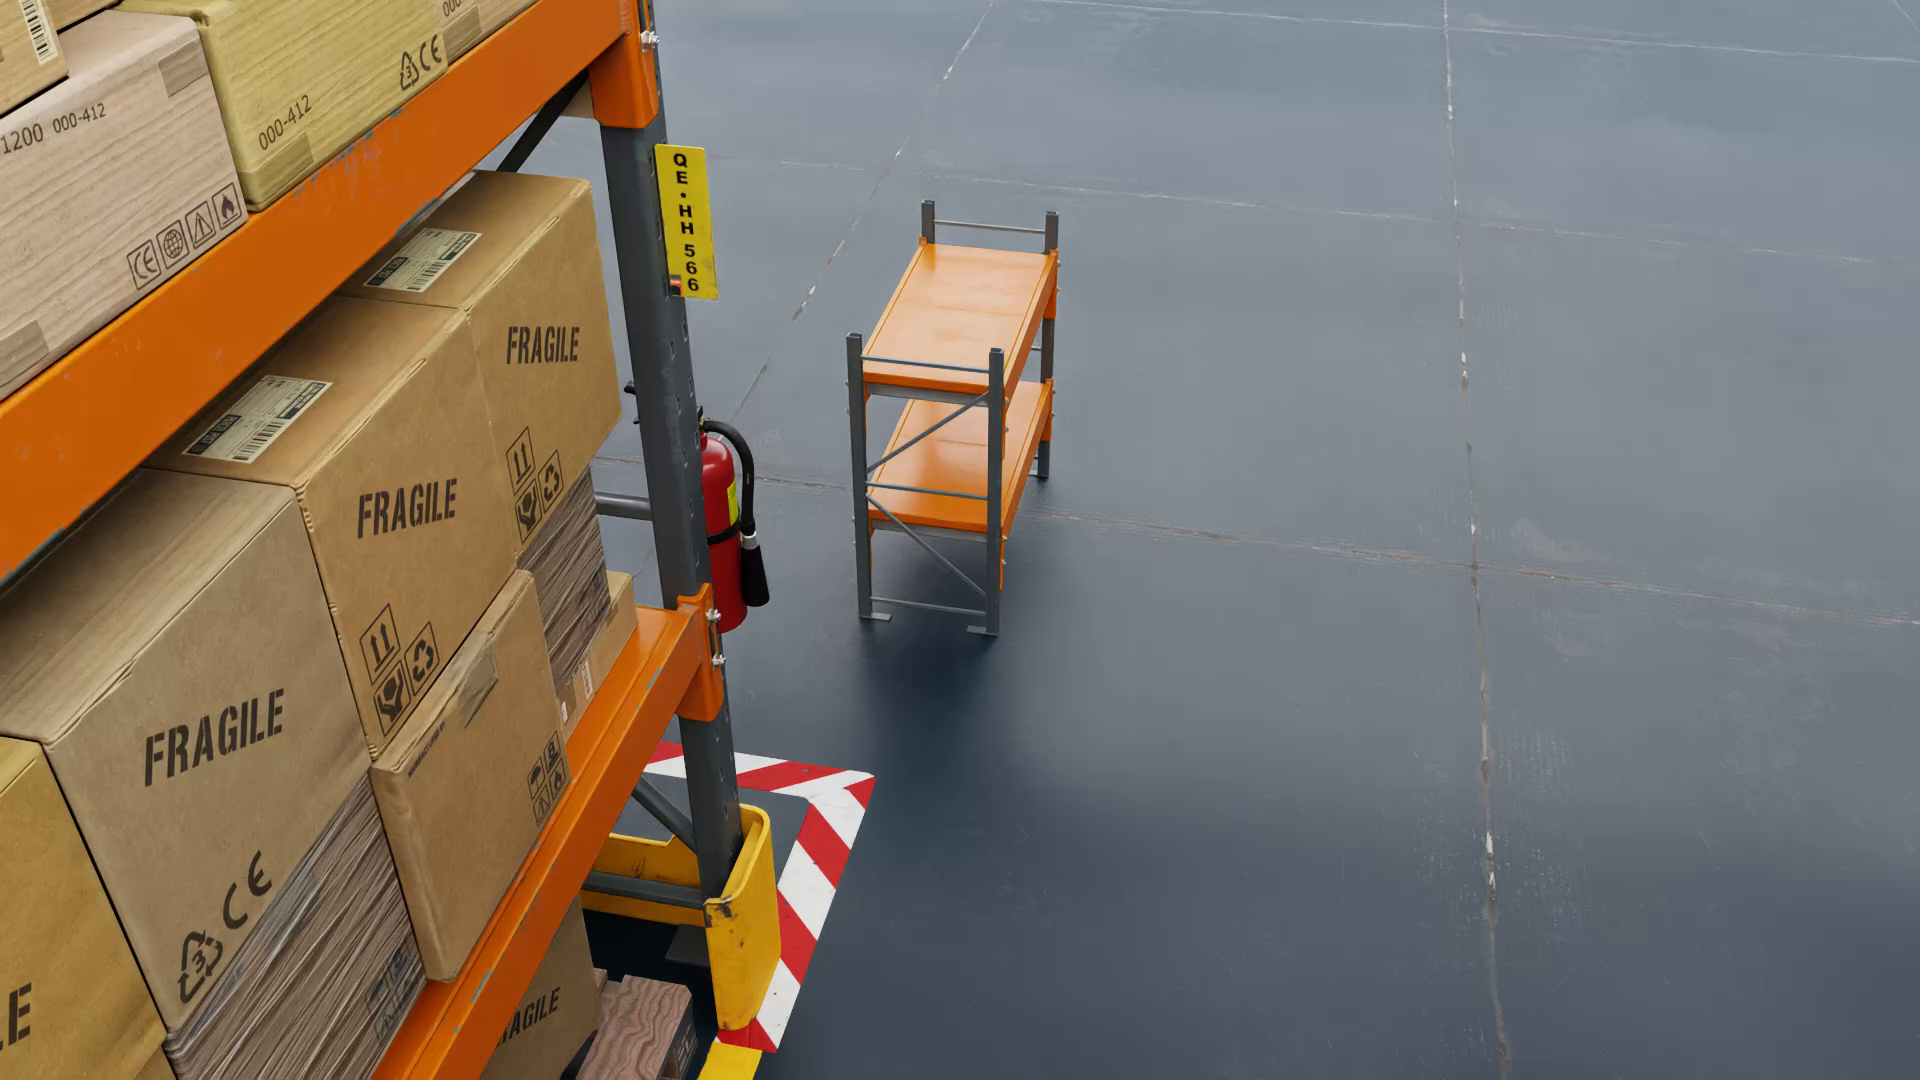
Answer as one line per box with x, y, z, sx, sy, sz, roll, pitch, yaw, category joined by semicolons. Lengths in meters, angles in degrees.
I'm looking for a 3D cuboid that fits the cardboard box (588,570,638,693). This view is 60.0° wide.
-0.939;0.179;3.661;0.380;0.149;0.250;7;37;10;cardboard box

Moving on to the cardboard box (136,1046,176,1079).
-1.481;0.907;2.104;0.875;0.500;0.500;7;37;10;cardboard box

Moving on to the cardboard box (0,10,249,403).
-1.156;-0.378;1.788;0.500;0.250;0.500;8;37;11;cardboard box

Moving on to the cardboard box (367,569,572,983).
-1.213;0.340;2.885;0.875;0.500;0.500;7;37;10;cardboard box

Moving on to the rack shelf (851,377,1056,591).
-0.001;-0.254;6.058;0.538;0.278;1.000;7;37;10;rack shelf

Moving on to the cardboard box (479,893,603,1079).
-1.229;1.086;3.968;0.500;0.500;0.500;14;38;19;cardboard box

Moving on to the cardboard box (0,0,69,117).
-1.119;-0.484;1.594;0.380;0.149;0.250;6;36;8;cardboard box

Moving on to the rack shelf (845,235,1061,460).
-0.001;-0.689;5.743;0.538;0.278;1.000;7;37;10;rack shelf

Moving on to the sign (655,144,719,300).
-0.541;-0.628;3.304;0.100;0.325;0.005;7;37;10;sign

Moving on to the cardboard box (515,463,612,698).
-1.224;0.039;3.302;0.875;0.500;0.500;7;37;10;cardboard box

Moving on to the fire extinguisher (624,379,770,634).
-0.605;-0.089;3.882;0.296;0.674;0.183;7;37;10;fire extinguisher

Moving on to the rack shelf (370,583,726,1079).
-1.507;1.326;2.478;1.077;0.370;4.000;7;37;10;rack shelf

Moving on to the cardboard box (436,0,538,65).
-0.934;-0.958;2.587;0.500;0.250;0.500;8;37;11;cardboard box

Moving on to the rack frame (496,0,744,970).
-1.079;-0.112;3.849;1.000;3.000;0.127;7;37;10;rack frame

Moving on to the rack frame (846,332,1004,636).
-0.110;-0.160;5.512;0.500;1.125;0.032;7;37;10;rack frame

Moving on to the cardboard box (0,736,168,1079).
-1.281;0.528;1.775;0.500;0.500;0.500;7;37;10;cardboard box

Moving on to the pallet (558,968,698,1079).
-1.304;1.522;3.970;1.003;0.211;1.213;7;37;10;pallet

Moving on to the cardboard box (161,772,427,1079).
-1.362;0.622;2.497;0.875;0.500;0.500;7;37;10;cardboard box

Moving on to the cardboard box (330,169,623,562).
-0.955;-0.332;2.961;0.500;0.500;0.500;7;37;10;cardboard box

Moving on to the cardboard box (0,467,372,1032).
-1.166;0.242;2.169;0.500;0.500;0.500;7;37;10;cardboard box

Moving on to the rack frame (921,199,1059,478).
0.107;-0.743;6.317;0.500;1.125;0.032;7;37;10;rack frame

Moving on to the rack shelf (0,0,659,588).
-1.507;0.111;1.598;1.077;0.370;4.000;7;37;10;rack shelf

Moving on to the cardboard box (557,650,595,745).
-0.993;0.322;3.464;0.380;0.149;0.250;7;37;10;cardboard box

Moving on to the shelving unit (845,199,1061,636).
-0.001;-0.452;5.915;0.538;1.125;1.048;7;37;10;shelving unit

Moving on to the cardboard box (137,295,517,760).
-1.057;-0.044;2.564;0.500;0.500;0.500;7;37;10;cardboard box

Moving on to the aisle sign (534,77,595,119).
-0.773;-1.163;3.083;0.394;0.787;0.004;7;37;10;aisle sign

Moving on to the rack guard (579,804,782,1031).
-1.096;0.944;4.522;1.175;0.500;0.348;7;37;10;rack guard

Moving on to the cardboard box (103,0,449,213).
-1.038;-0.671;2.192;0.500;0.250;0.500;8;37;10;cardboard box
